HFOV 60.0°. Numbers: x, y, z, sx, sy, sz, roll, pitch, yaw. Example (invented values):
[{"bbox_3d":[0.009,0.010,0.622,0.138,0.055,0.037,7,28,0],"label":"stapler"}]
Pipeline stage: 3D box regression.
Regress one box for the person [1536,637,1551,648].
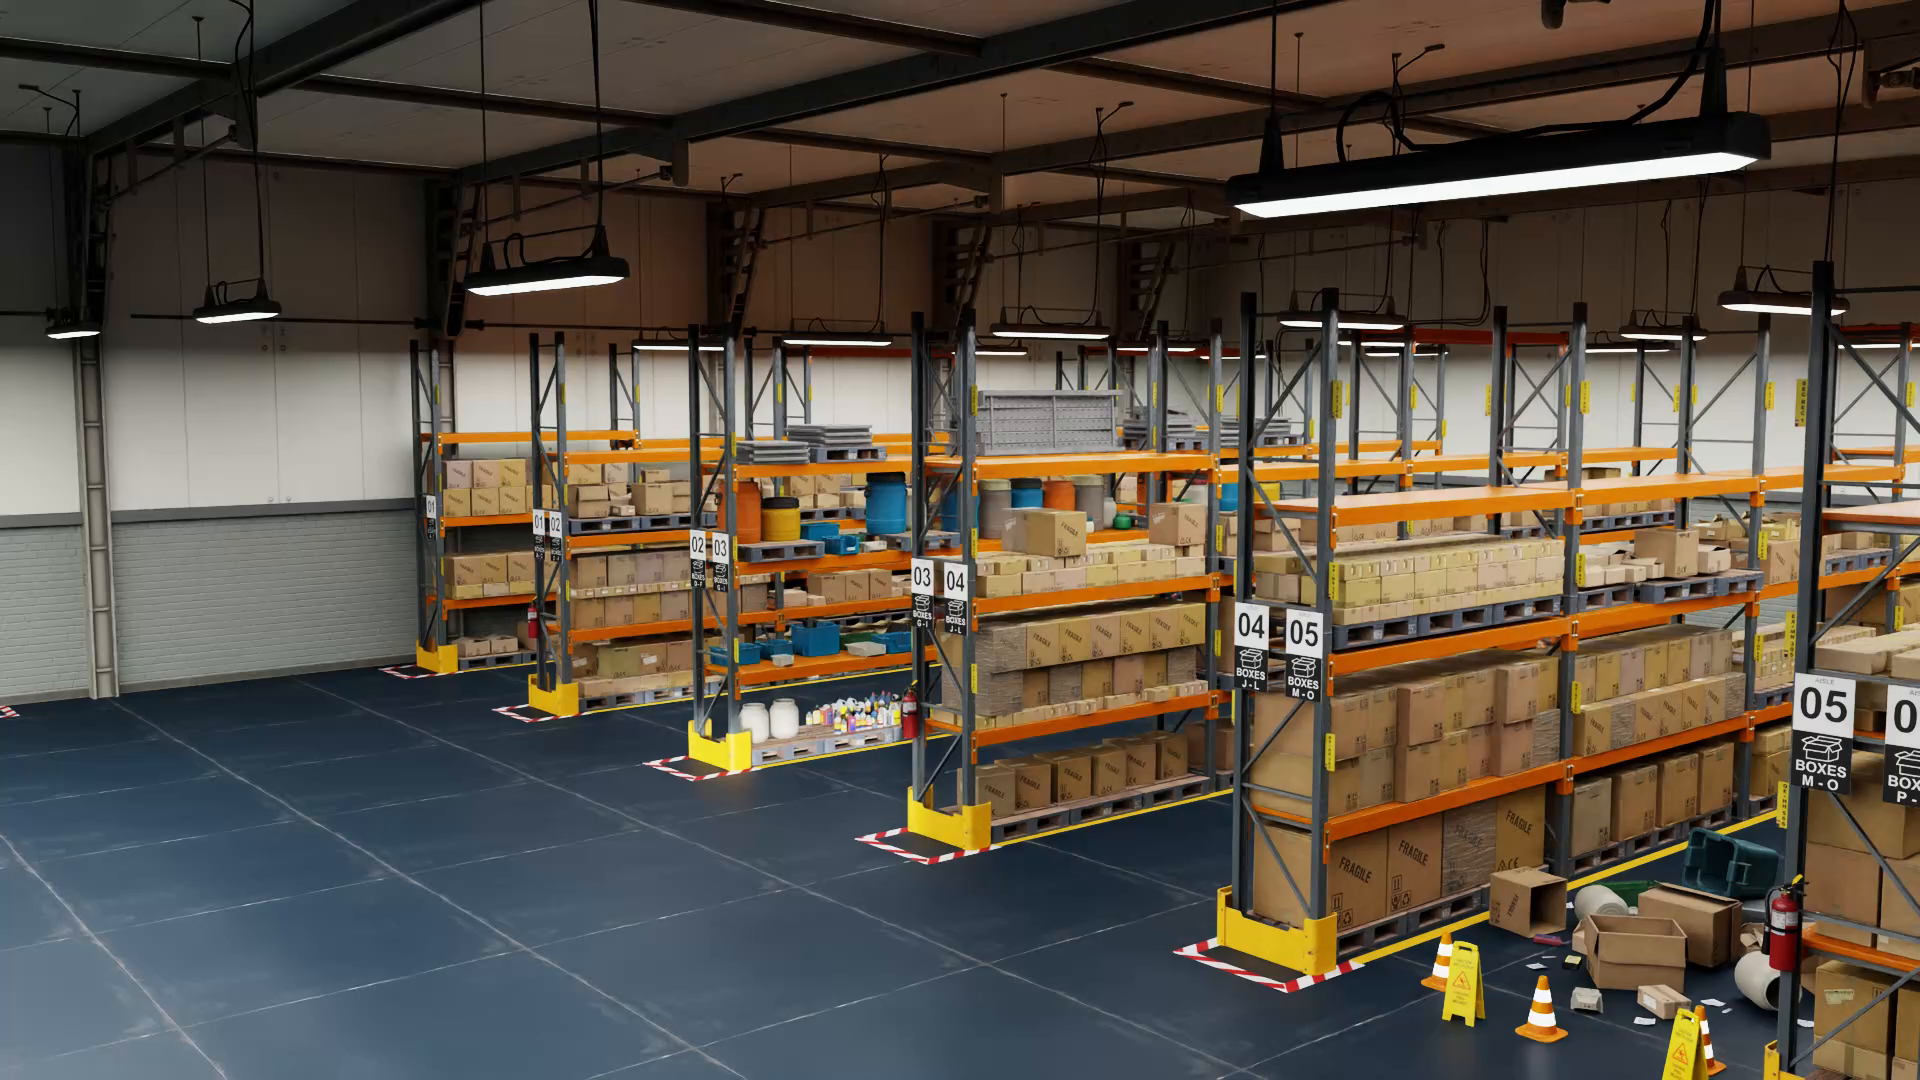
[{"bbox_3d":[8.186,2.168,23.448,1.068,1.596,0.431,-5,7,-42],"label":"person"}]
